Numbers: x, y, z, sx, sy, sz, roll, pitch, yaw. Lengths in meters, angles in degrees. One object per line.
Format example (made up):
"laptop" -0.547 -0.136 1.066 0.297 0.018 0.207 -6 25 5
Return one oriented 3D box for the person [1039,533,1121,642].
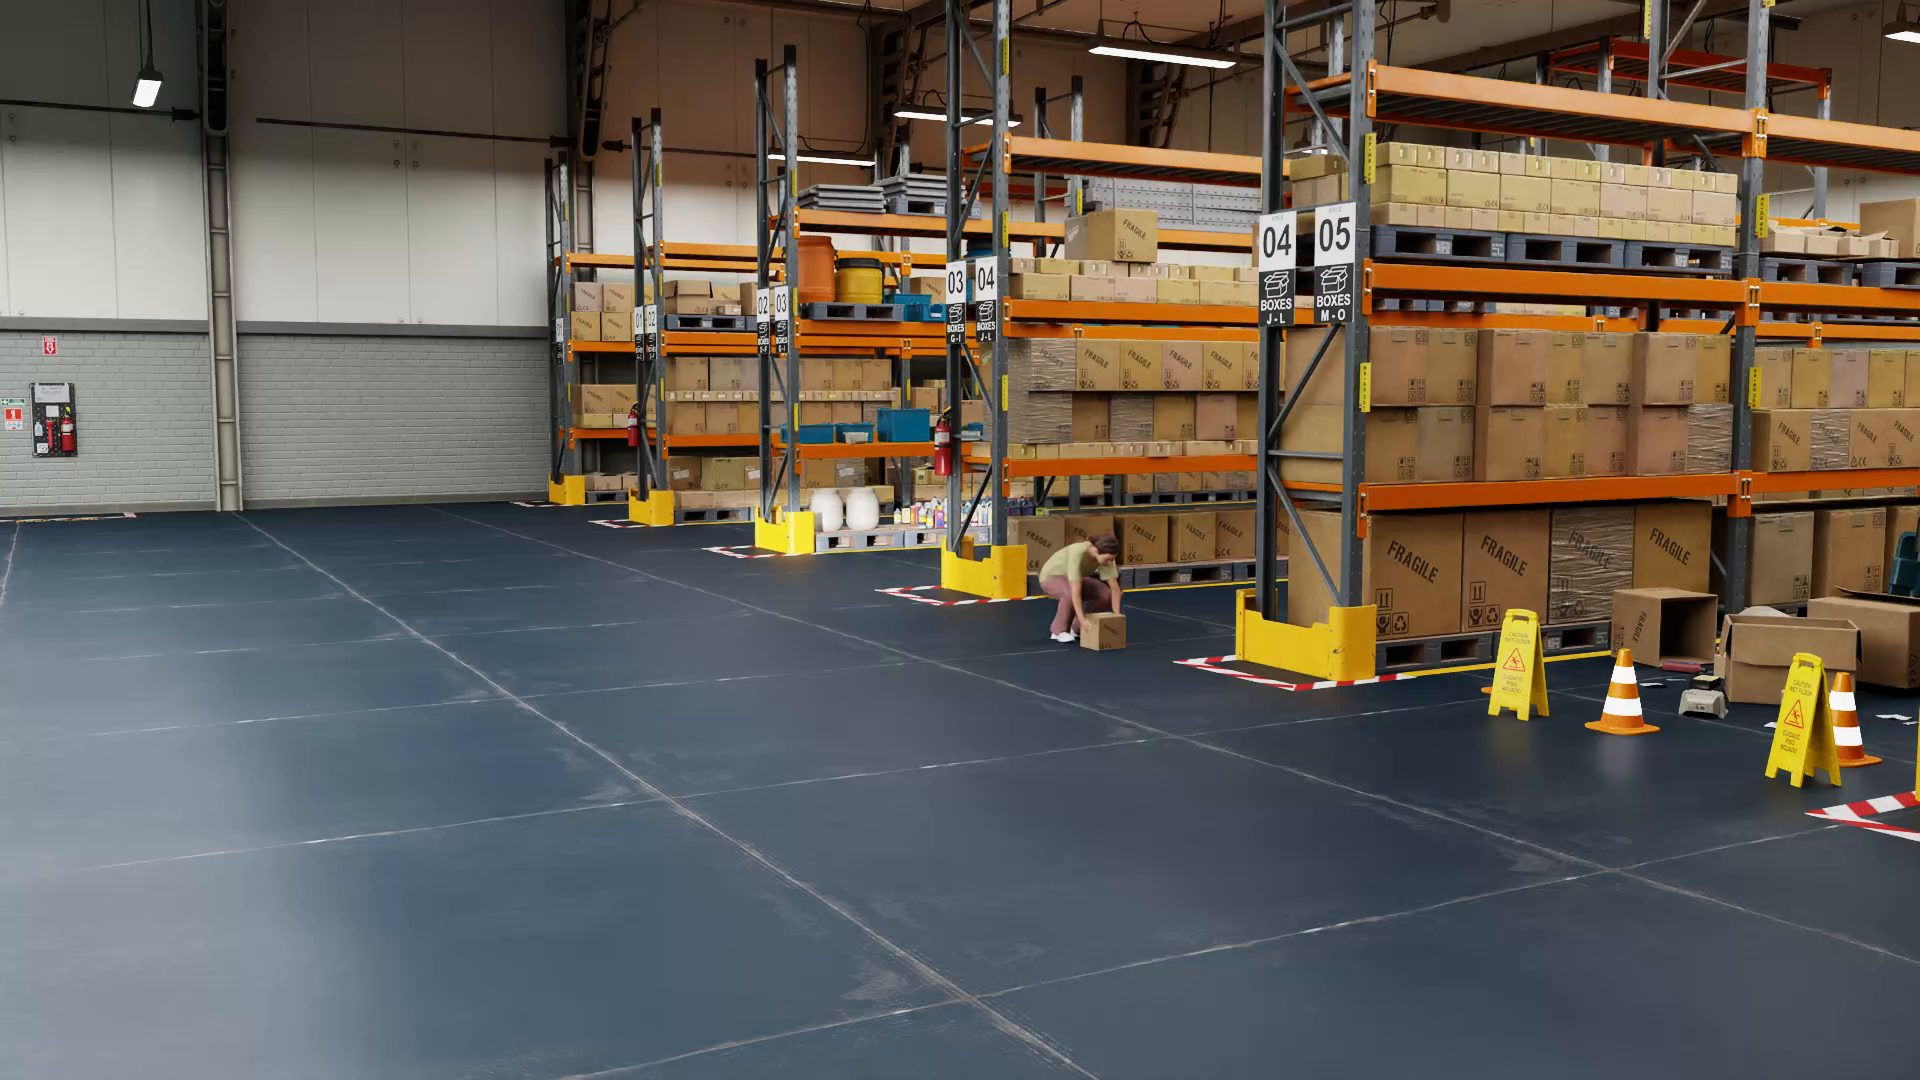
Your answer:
"person" 0.955 0.359 12.969 0.478 0.873 0.801 -3 6 -29
